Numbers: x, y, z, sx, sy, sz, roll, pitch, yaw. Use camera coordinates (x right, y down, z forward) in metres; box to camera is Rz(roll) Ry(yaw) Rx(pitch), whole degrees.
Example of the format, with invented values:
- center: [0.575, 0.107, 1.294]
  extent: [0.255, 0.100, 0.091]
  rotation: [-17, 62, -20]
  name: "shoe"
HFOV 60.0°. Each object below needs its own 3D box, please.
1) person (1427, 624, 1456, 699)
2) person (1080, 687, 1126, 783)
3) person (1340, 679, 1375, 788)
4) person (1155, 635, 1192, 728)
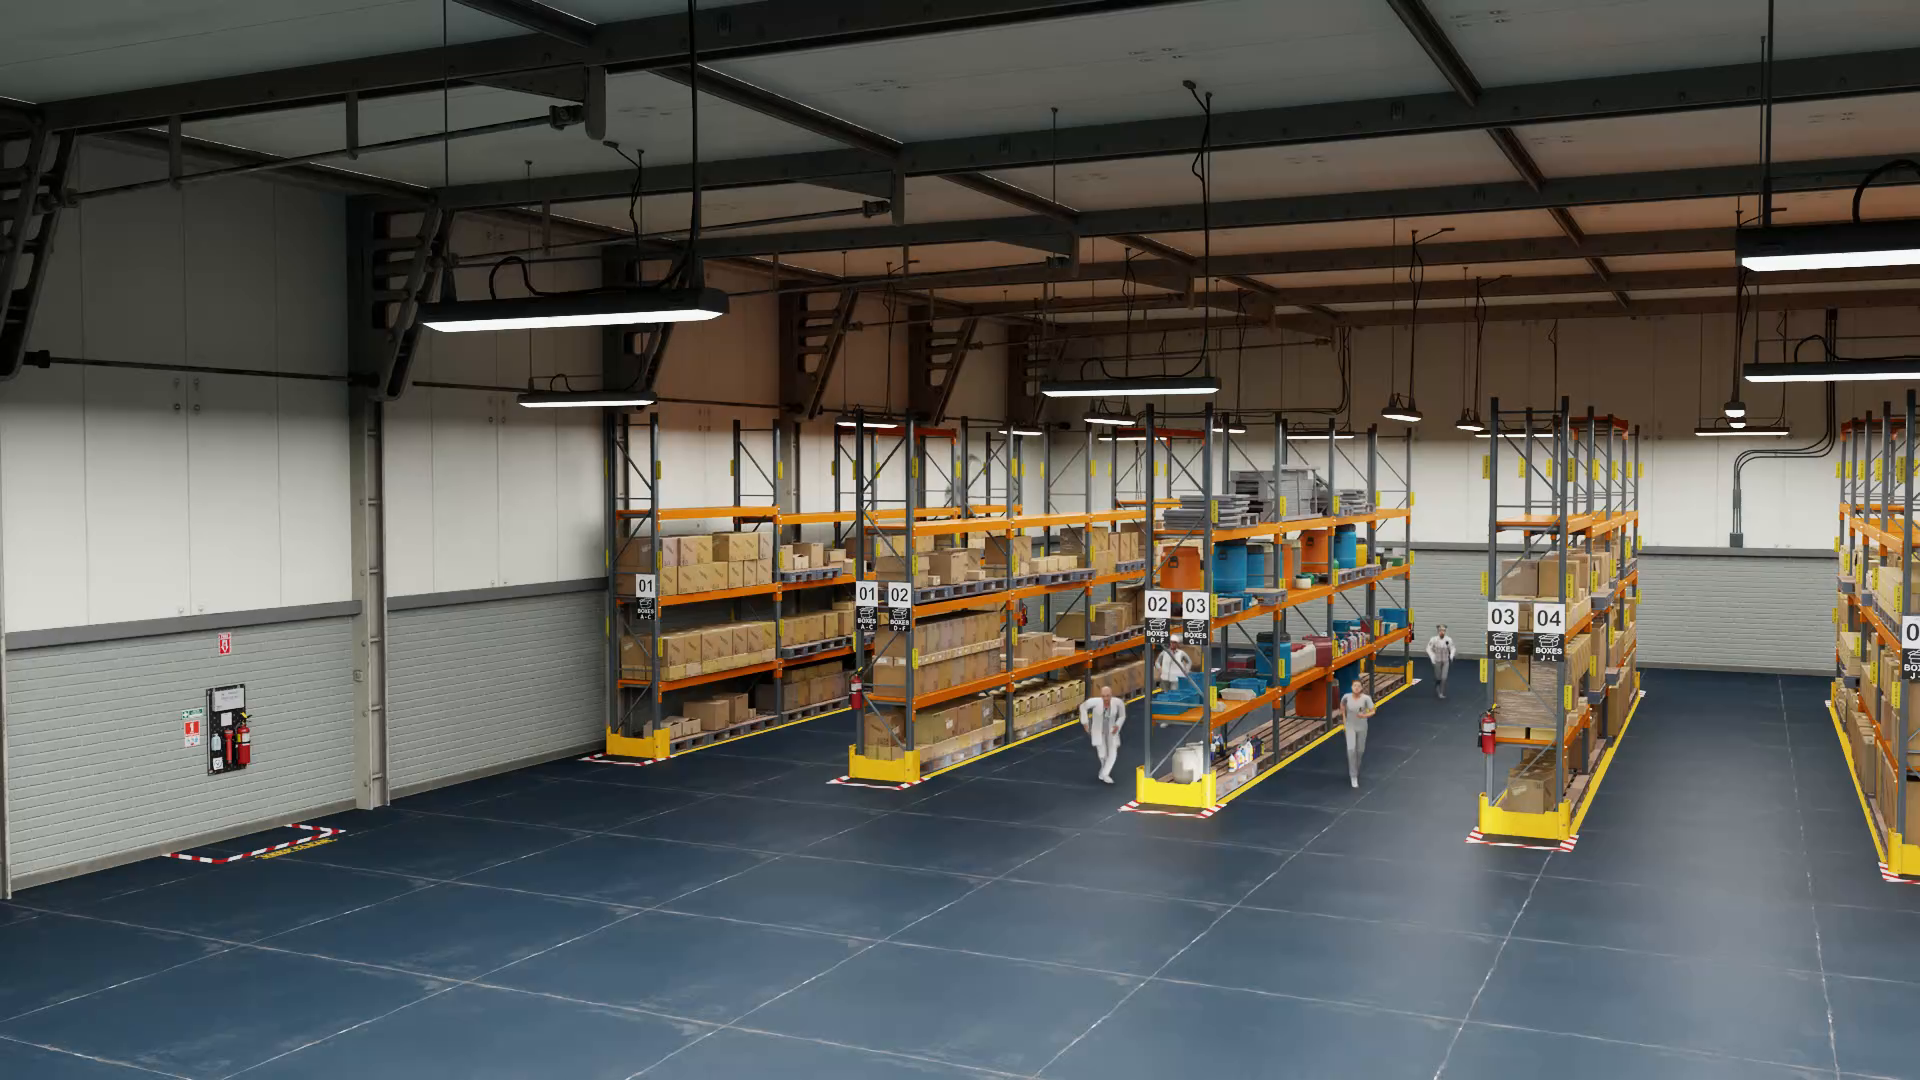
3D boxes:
- center: [10.583, 2.657, 36.582]
  extent: [0.624, 1.631, 0.647]
  rotation: [1, 2, 14]
  name: "person"
- center: [2.270, 3.098, 26.594]
  extent: [0.717, 1.590, 0.889]
  rotation: [0, 2, 1]
  name: "person"
- center: [6.366, 3.061, 26.628]
  extent: [0.522, 1.718, 1.006]
  rotation: [0, 2, 8]
  name: "person"
- center: [4.140, 2.741, 32.507]
  extent: [0.698, 1.773, 0.976]
  rotation: [1, 3, 25]
  name: "person"
